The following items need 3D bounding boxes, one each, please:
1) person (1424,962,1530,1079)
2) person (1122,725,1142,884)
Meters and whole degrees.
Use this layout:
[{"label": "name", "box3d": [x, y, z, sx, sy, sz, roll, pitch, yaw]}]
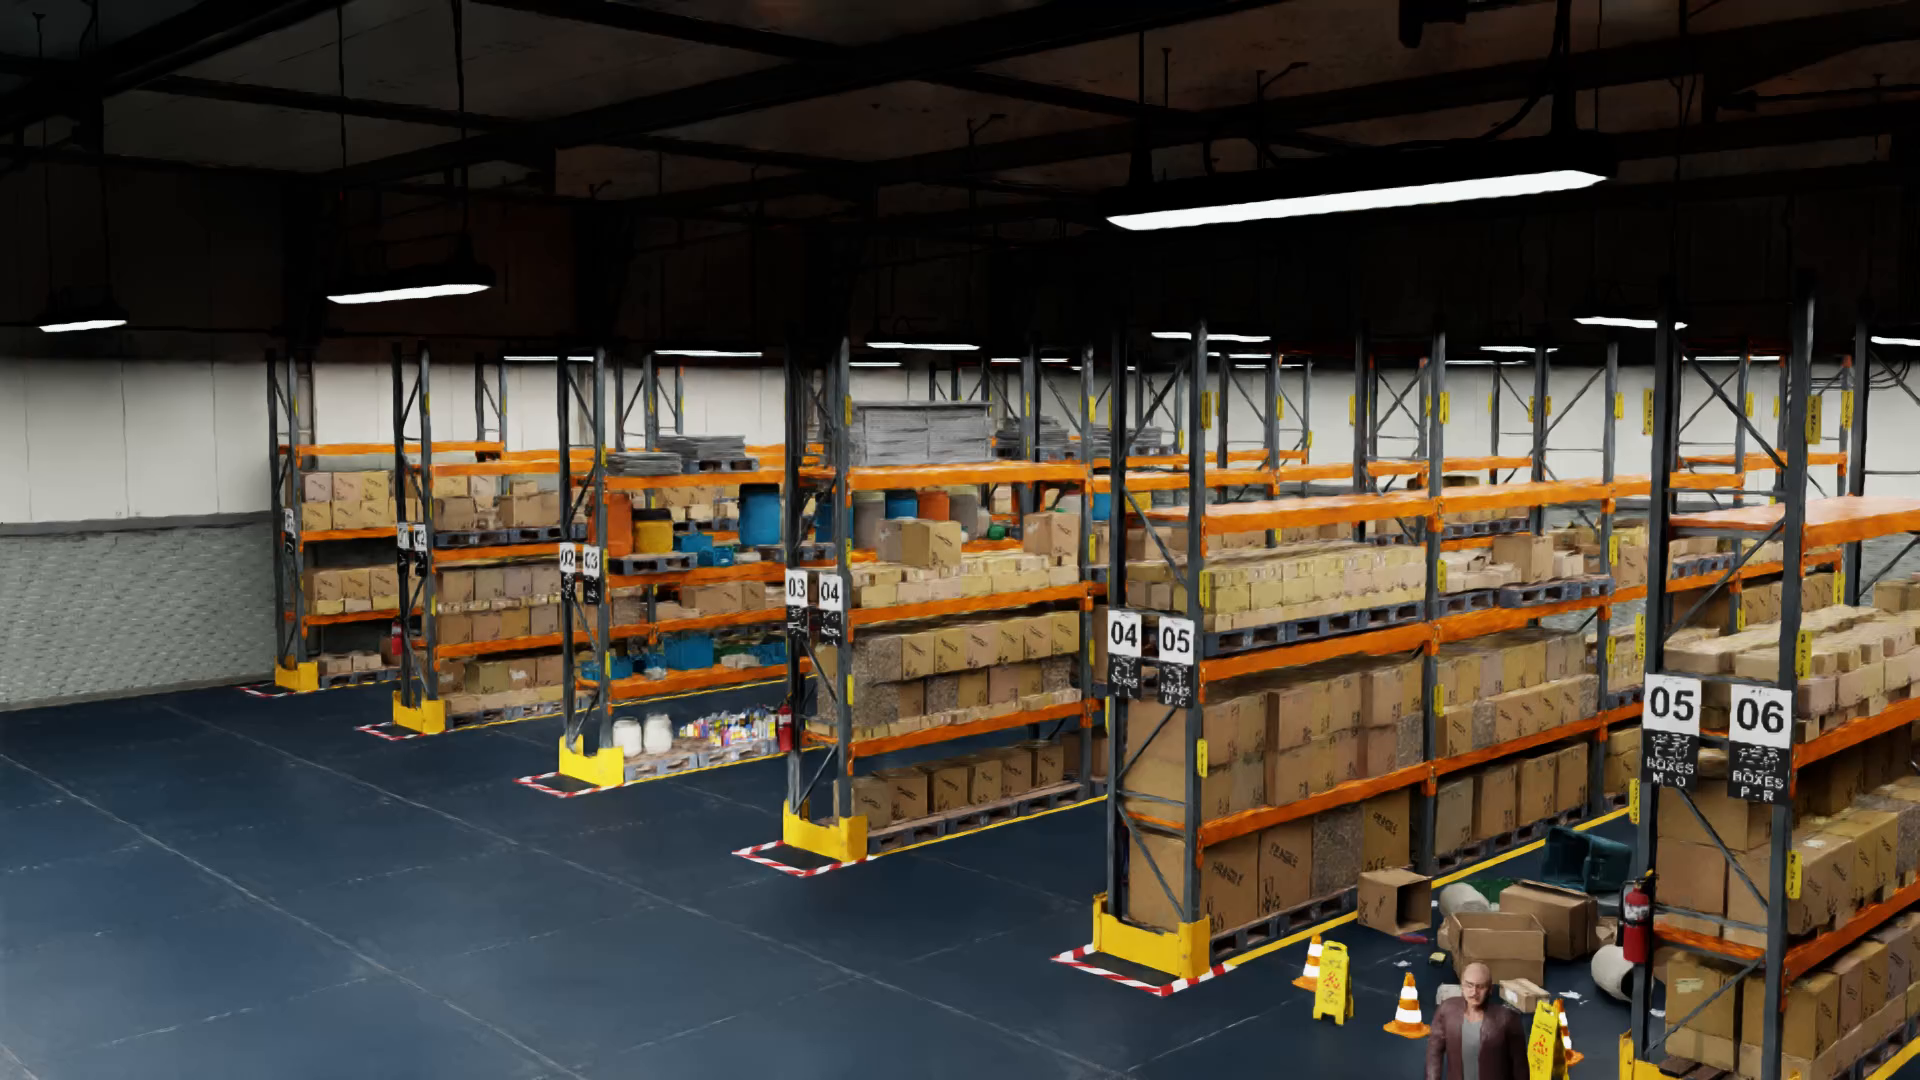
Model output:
[{"label": "person", "box3d": [3.133, 3.416, 10.145, 0.580, 1.715, 1.102, 4, 6, 38]}, {"label": "person", "box3d": [1.837, 2.797, 17.771, 0.429, 1.653, 0.530, 1, 5, 14]}]
